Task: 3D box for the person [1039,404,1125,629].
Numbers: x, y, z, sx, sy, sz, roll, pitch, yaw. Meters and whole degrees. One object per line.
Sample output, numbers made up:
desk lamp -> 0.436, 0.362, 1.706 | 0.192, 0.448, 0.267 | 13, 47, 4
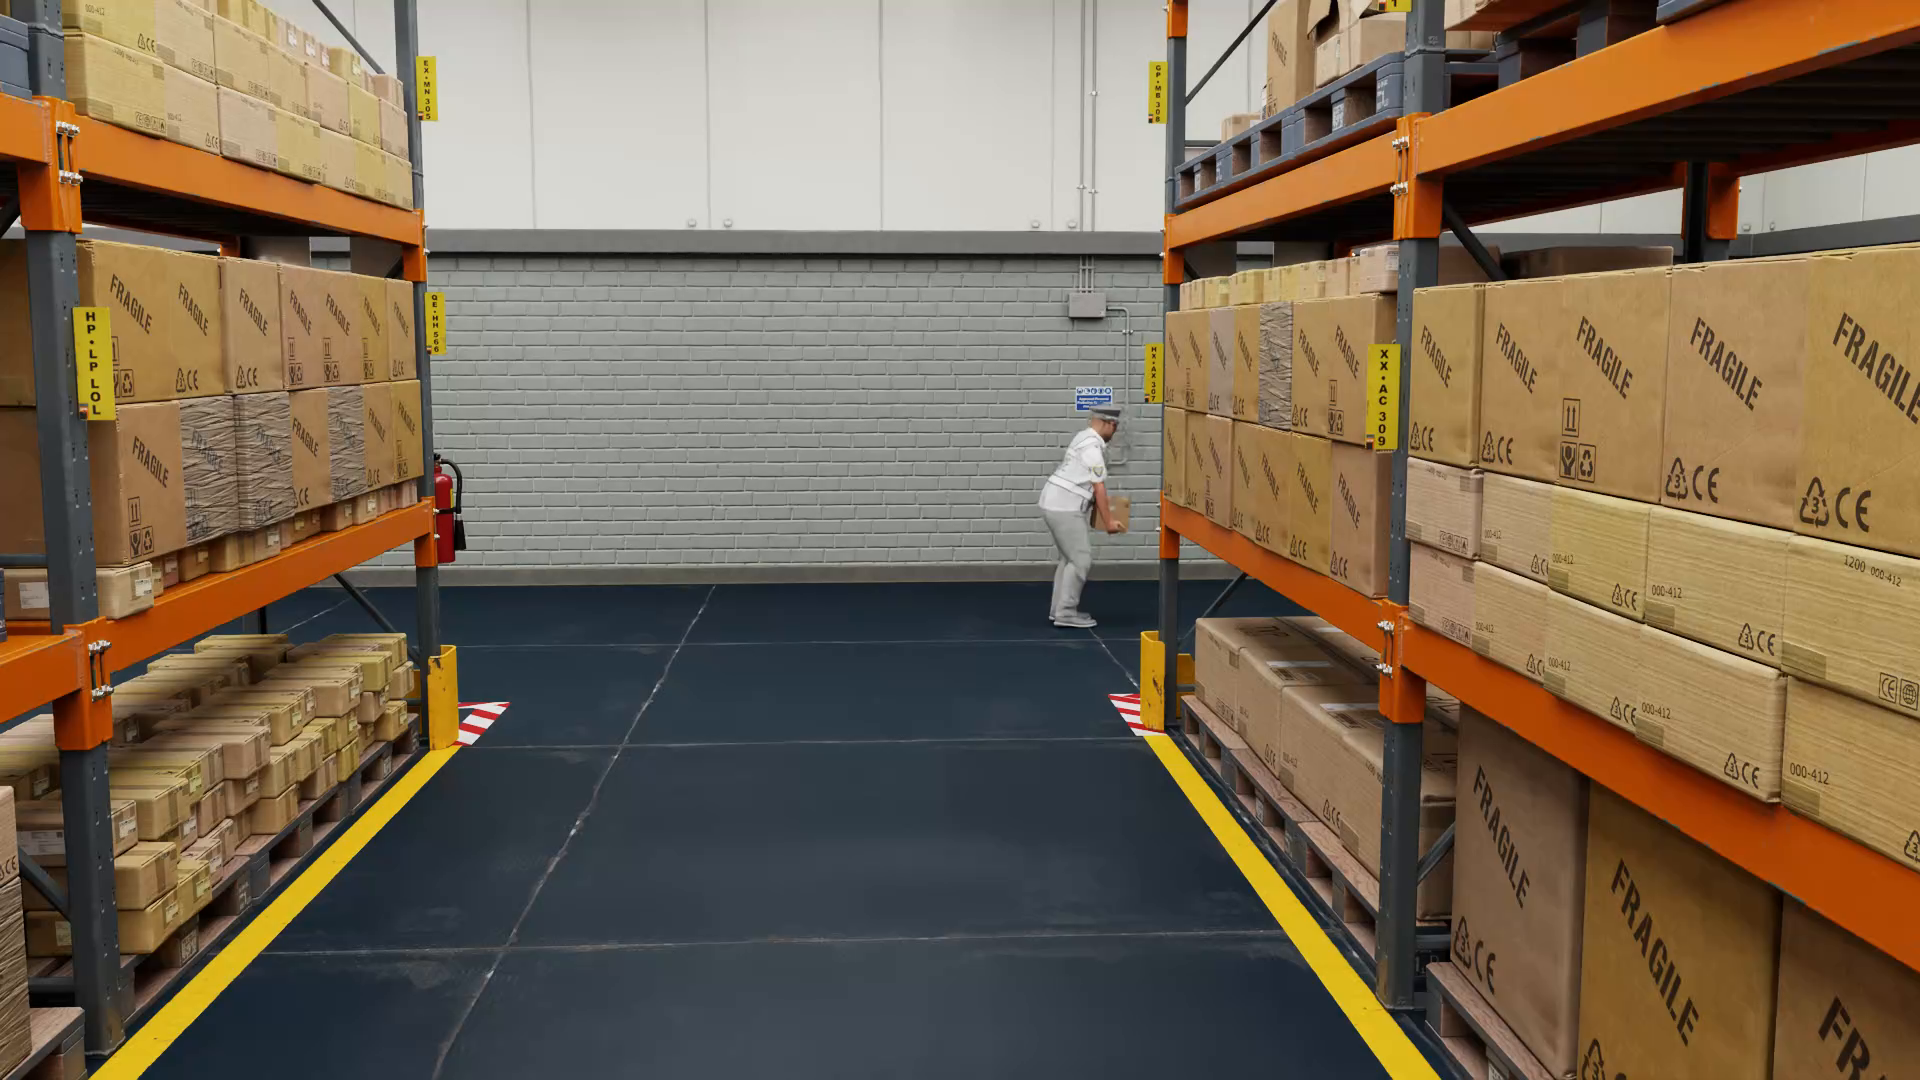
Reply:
person -> 0.931, -0.189, 12.633 | 0.604, 1.681, 0.483 | -1, 7, -5
